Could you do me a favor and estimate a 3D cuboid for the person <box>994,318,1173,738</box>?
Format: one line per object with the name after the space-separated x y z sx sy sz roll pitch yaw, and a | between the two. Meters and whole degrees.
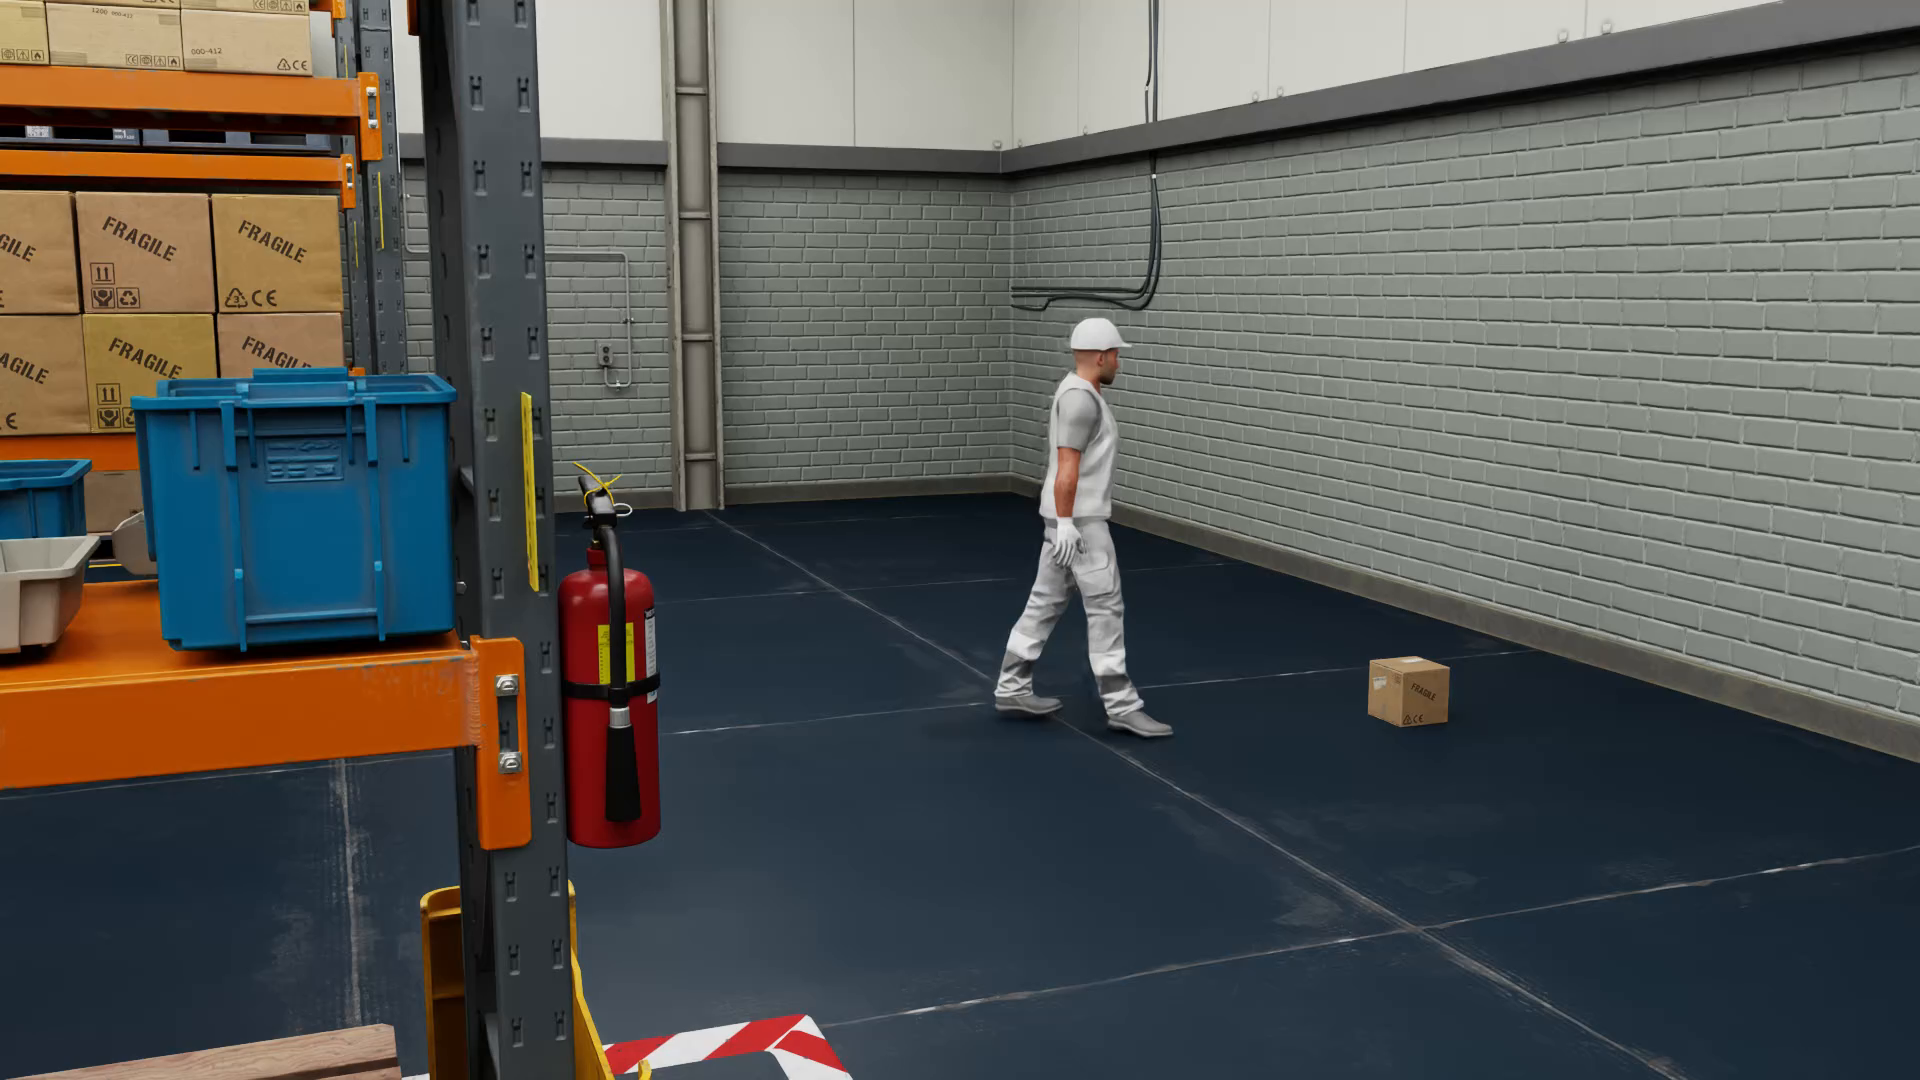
0.534 -0.074 7.254 0.764 1.773 0.621 0 9 1 | person
